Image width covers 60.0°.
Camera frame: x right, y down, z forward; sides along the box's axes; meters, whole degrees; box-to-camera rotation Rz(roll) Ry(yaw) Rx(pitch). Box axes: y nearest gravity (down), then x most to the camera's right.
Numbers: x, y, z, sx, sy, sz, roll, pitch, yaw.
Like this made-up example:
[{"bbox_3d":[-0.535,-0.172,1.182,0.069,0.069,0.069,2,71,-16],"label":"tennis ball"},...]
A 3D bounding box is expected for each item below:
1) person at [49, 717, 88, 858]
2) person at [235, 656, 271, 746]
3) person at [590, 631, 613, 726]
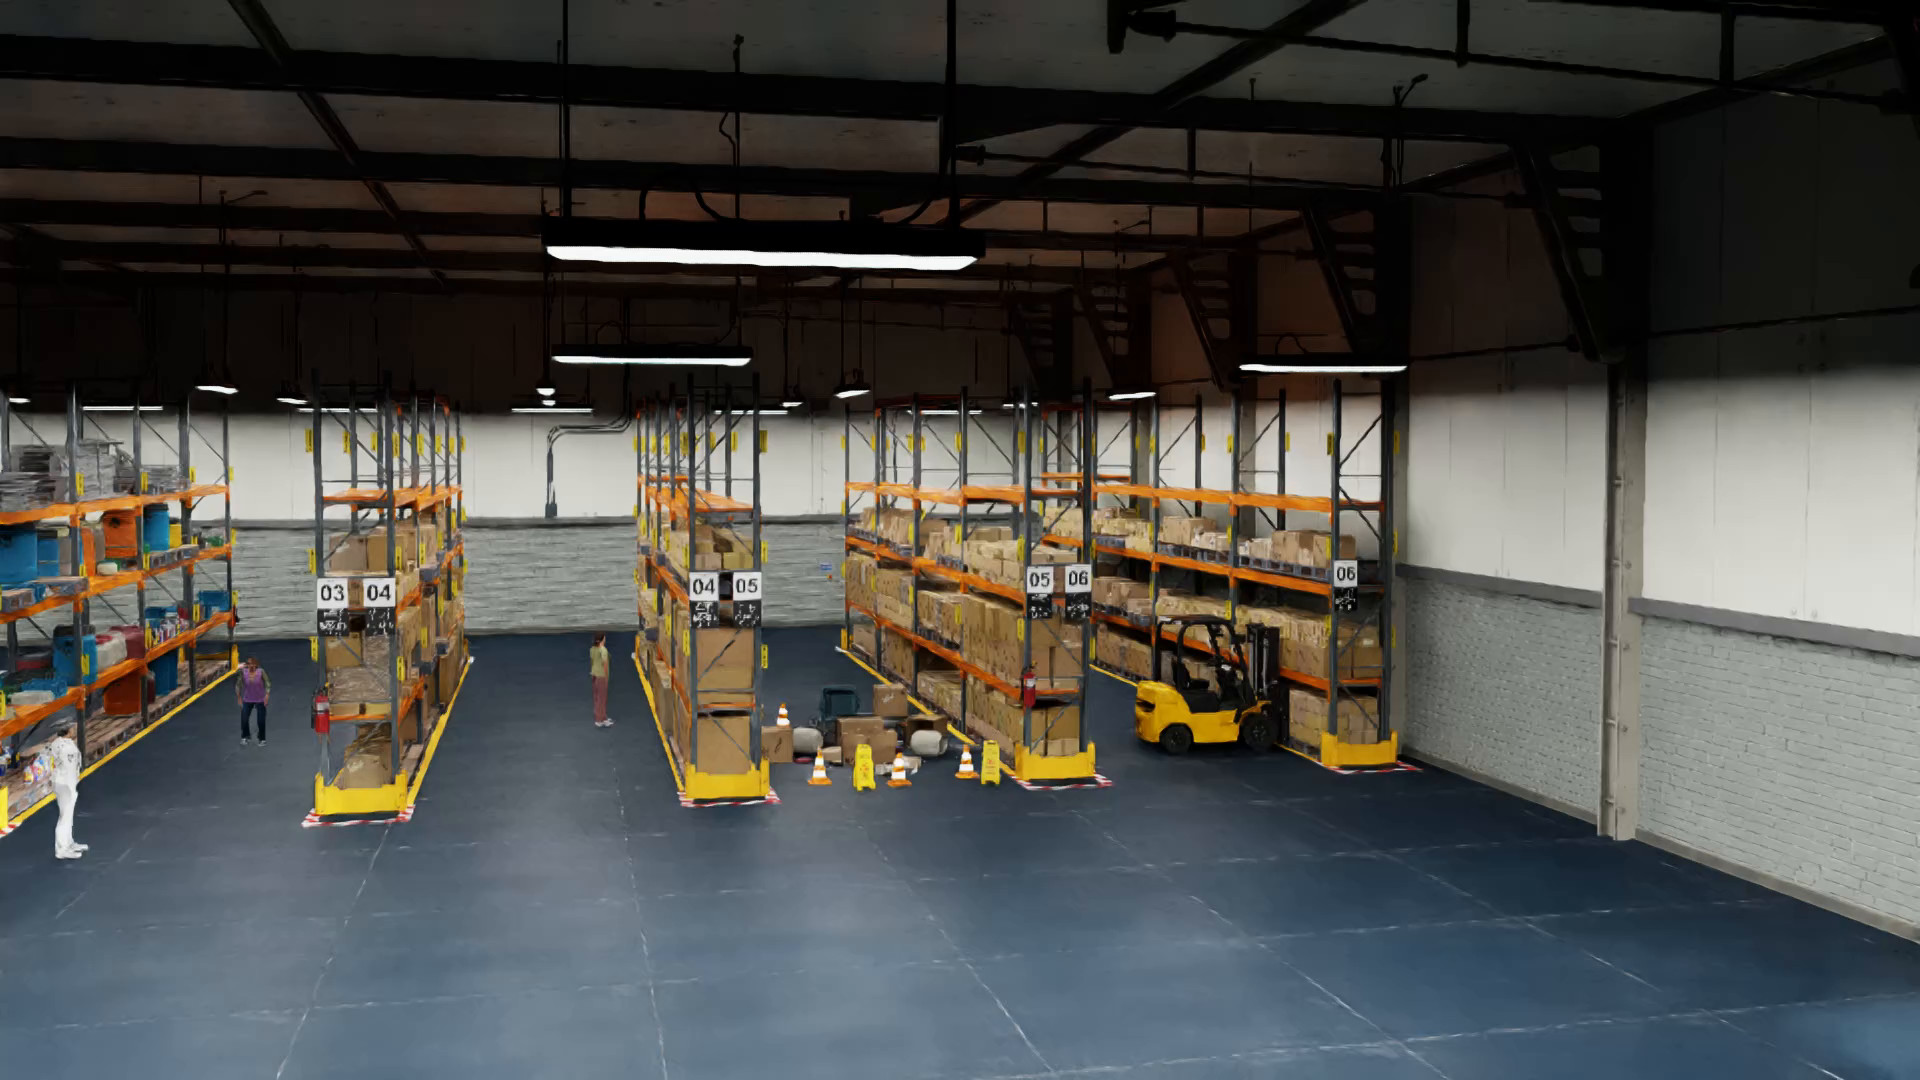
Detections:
[{"bbox_3d":[-10.815,2.986,20.191,0.416,1.677,0.537,-3,4,-43],"label":"person"},{"bbox_3d":[-11.651,2.656,27.425,0.566,1.539,0.519,-1,3,-17],"label":"person"},{"bbox_3d":[-6.359,2.442,29.579,0.494,1.673,0.434,3,5,45],"label":"person"}]
